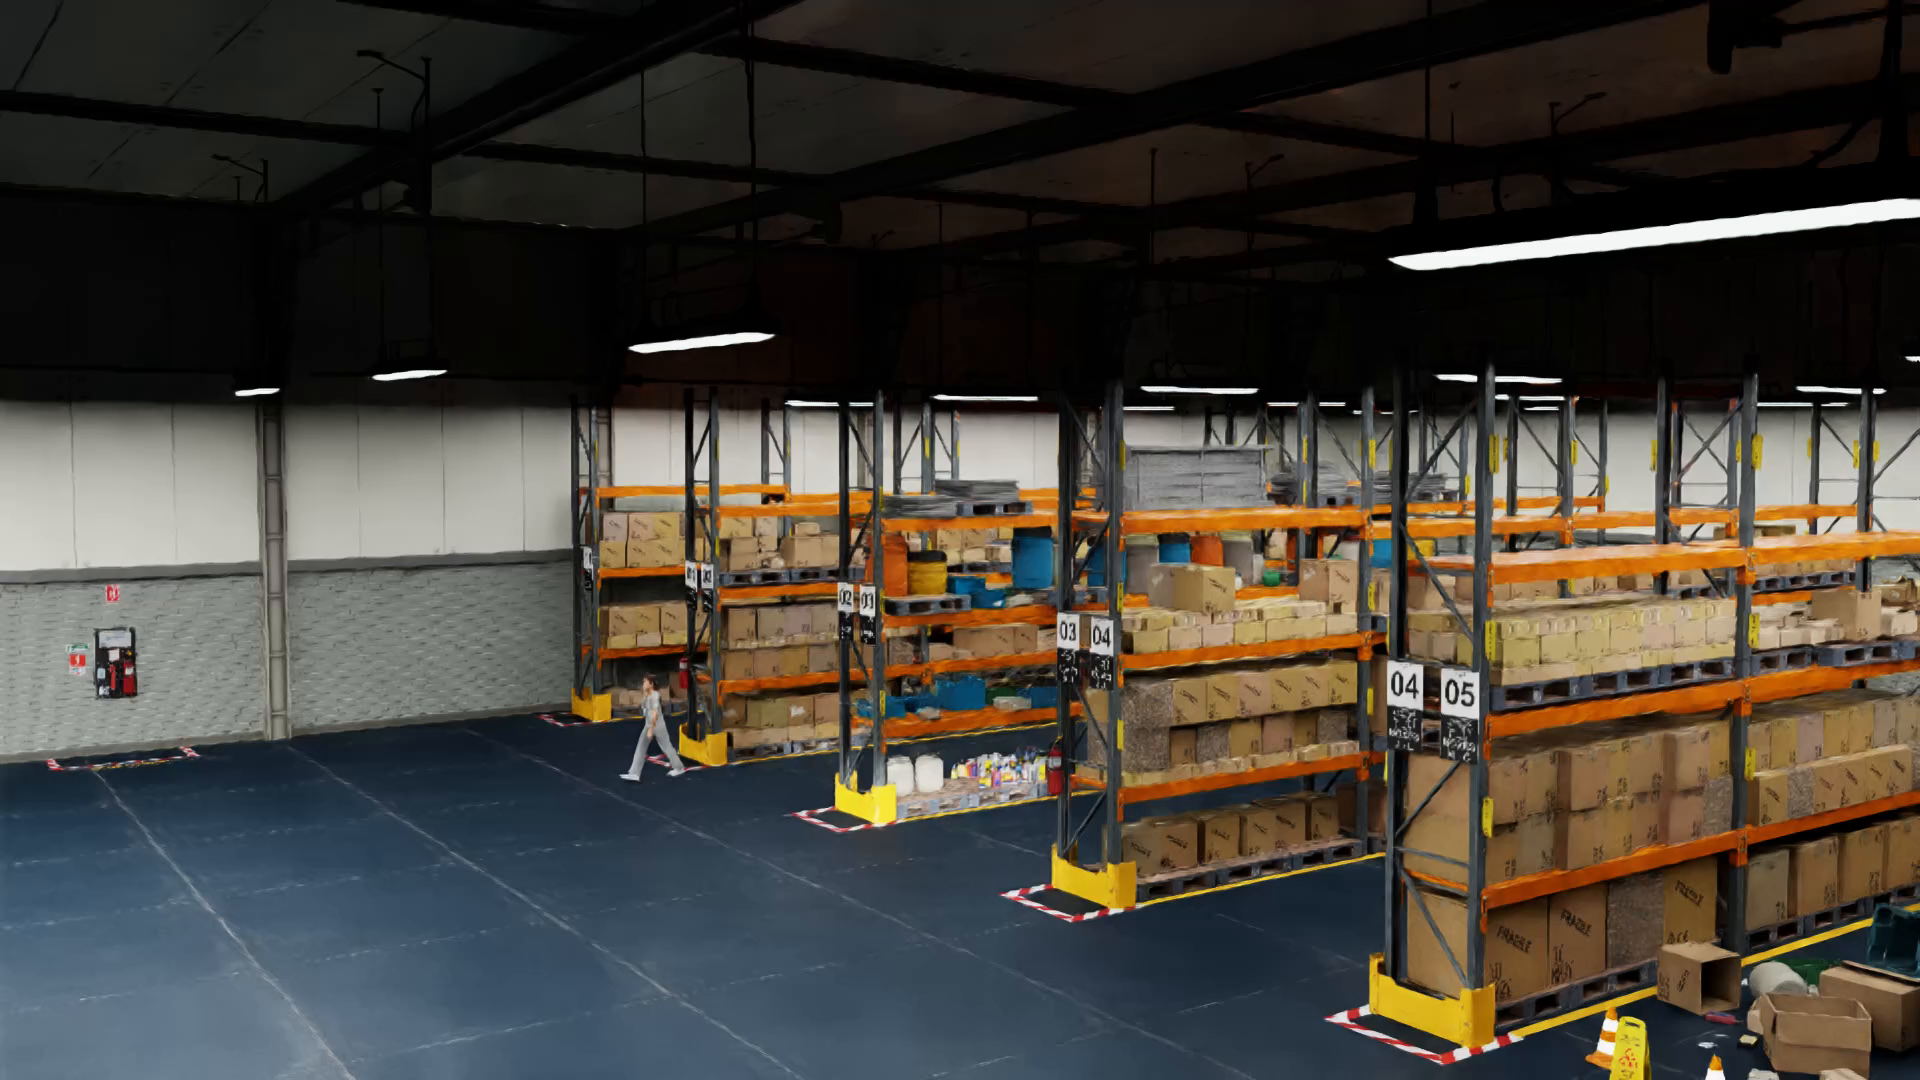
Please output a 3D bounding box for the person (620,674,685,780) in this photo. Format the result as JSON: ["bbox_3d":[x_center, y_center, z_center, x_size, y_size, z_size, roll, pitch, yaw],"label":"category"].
[{"bbox_3d":[-4.657,2.834,25.254,1.018,1.612,0.455,-2,4,-36],"label":"person"}]
